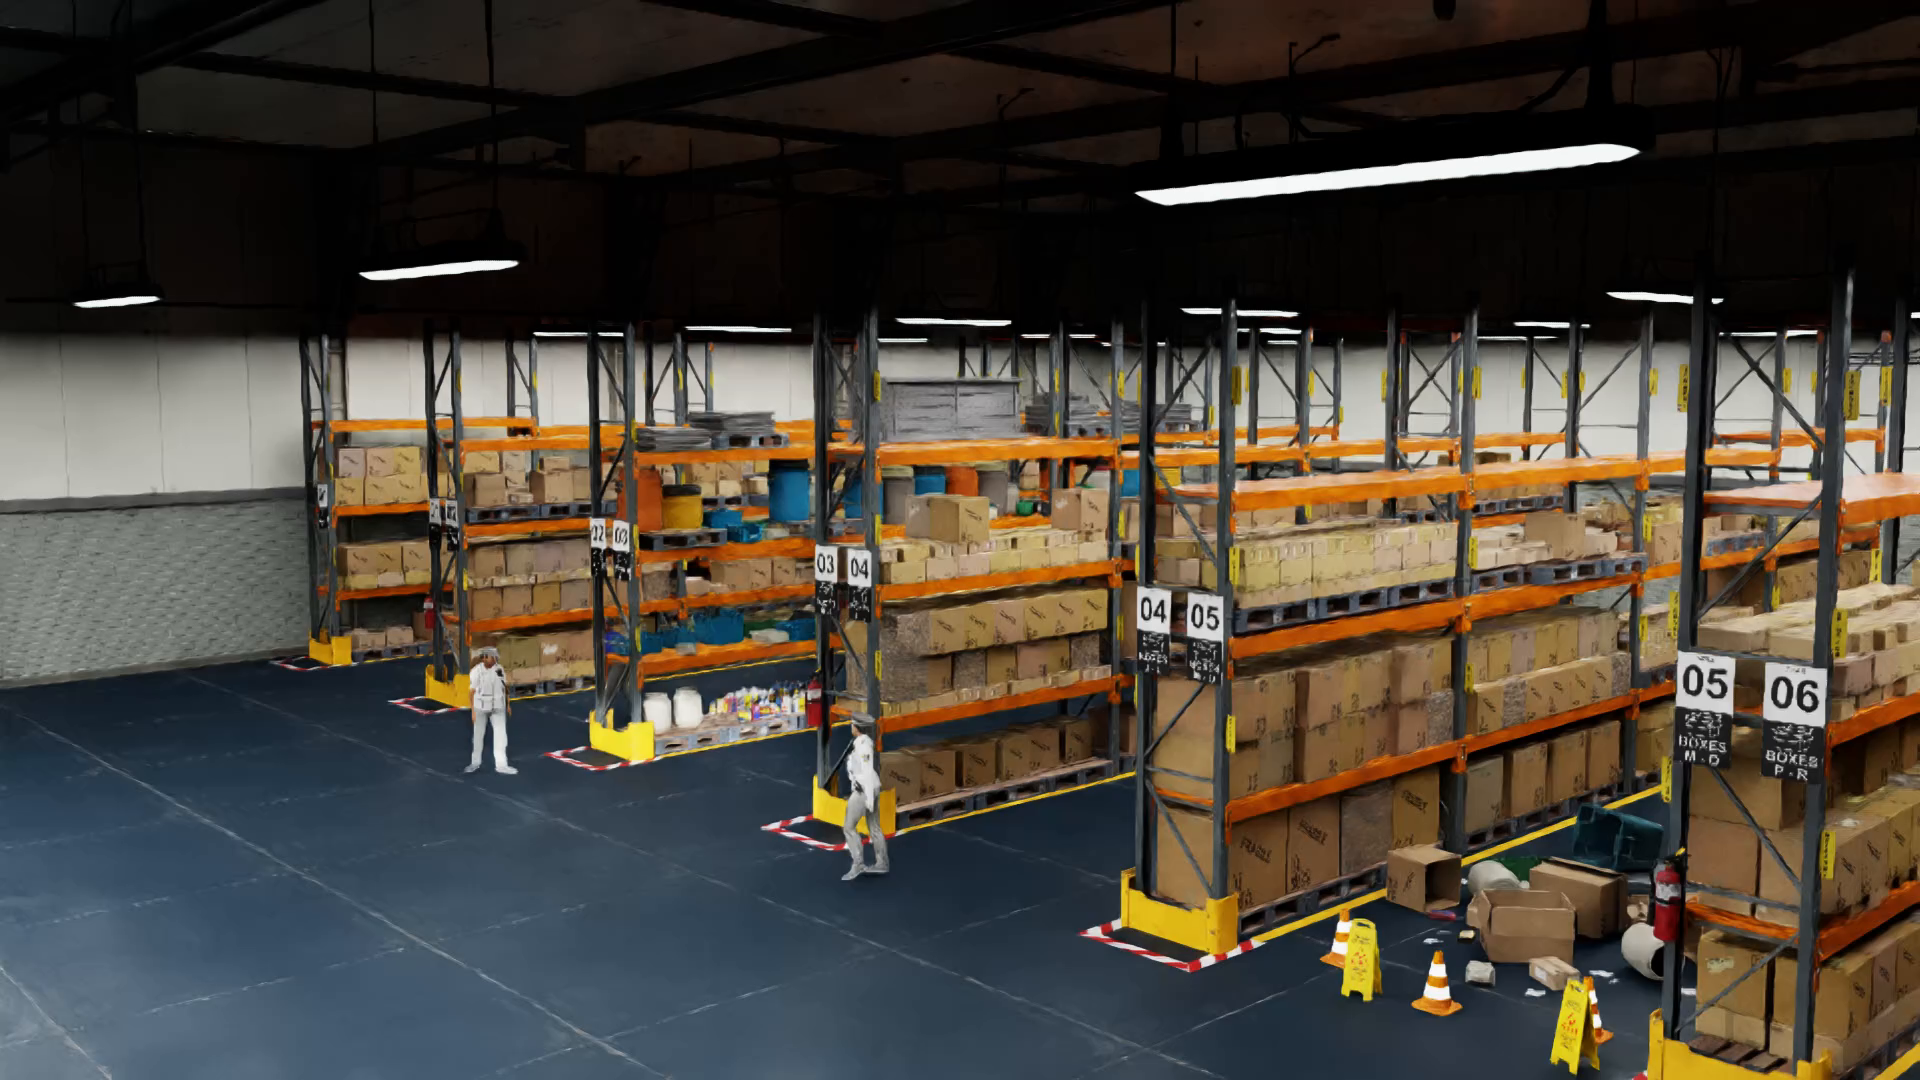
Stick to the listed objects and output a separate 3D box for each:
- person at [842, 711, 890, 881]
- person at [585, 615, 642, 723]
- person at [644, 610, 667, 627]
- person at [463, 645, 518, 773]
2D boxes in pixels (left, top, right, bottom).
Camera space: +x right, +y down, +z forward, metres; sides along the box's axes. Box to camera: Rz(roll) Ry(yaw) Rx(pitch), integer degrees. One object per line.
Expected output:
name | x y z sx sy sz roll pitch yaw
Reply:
person | -0.952 2.613 17.097 0.465 1.690 0.579 1 6 10
person | -5.142 1.891 24.593 1.088 1.560 0.447 -5 8 -40
person | -5.901 1.118 31.528 1.196 1.698 0.601 -6 8 -44
person | -6.098 2.177 21.446 0.609 1.661 0.511 -4 7 -33
